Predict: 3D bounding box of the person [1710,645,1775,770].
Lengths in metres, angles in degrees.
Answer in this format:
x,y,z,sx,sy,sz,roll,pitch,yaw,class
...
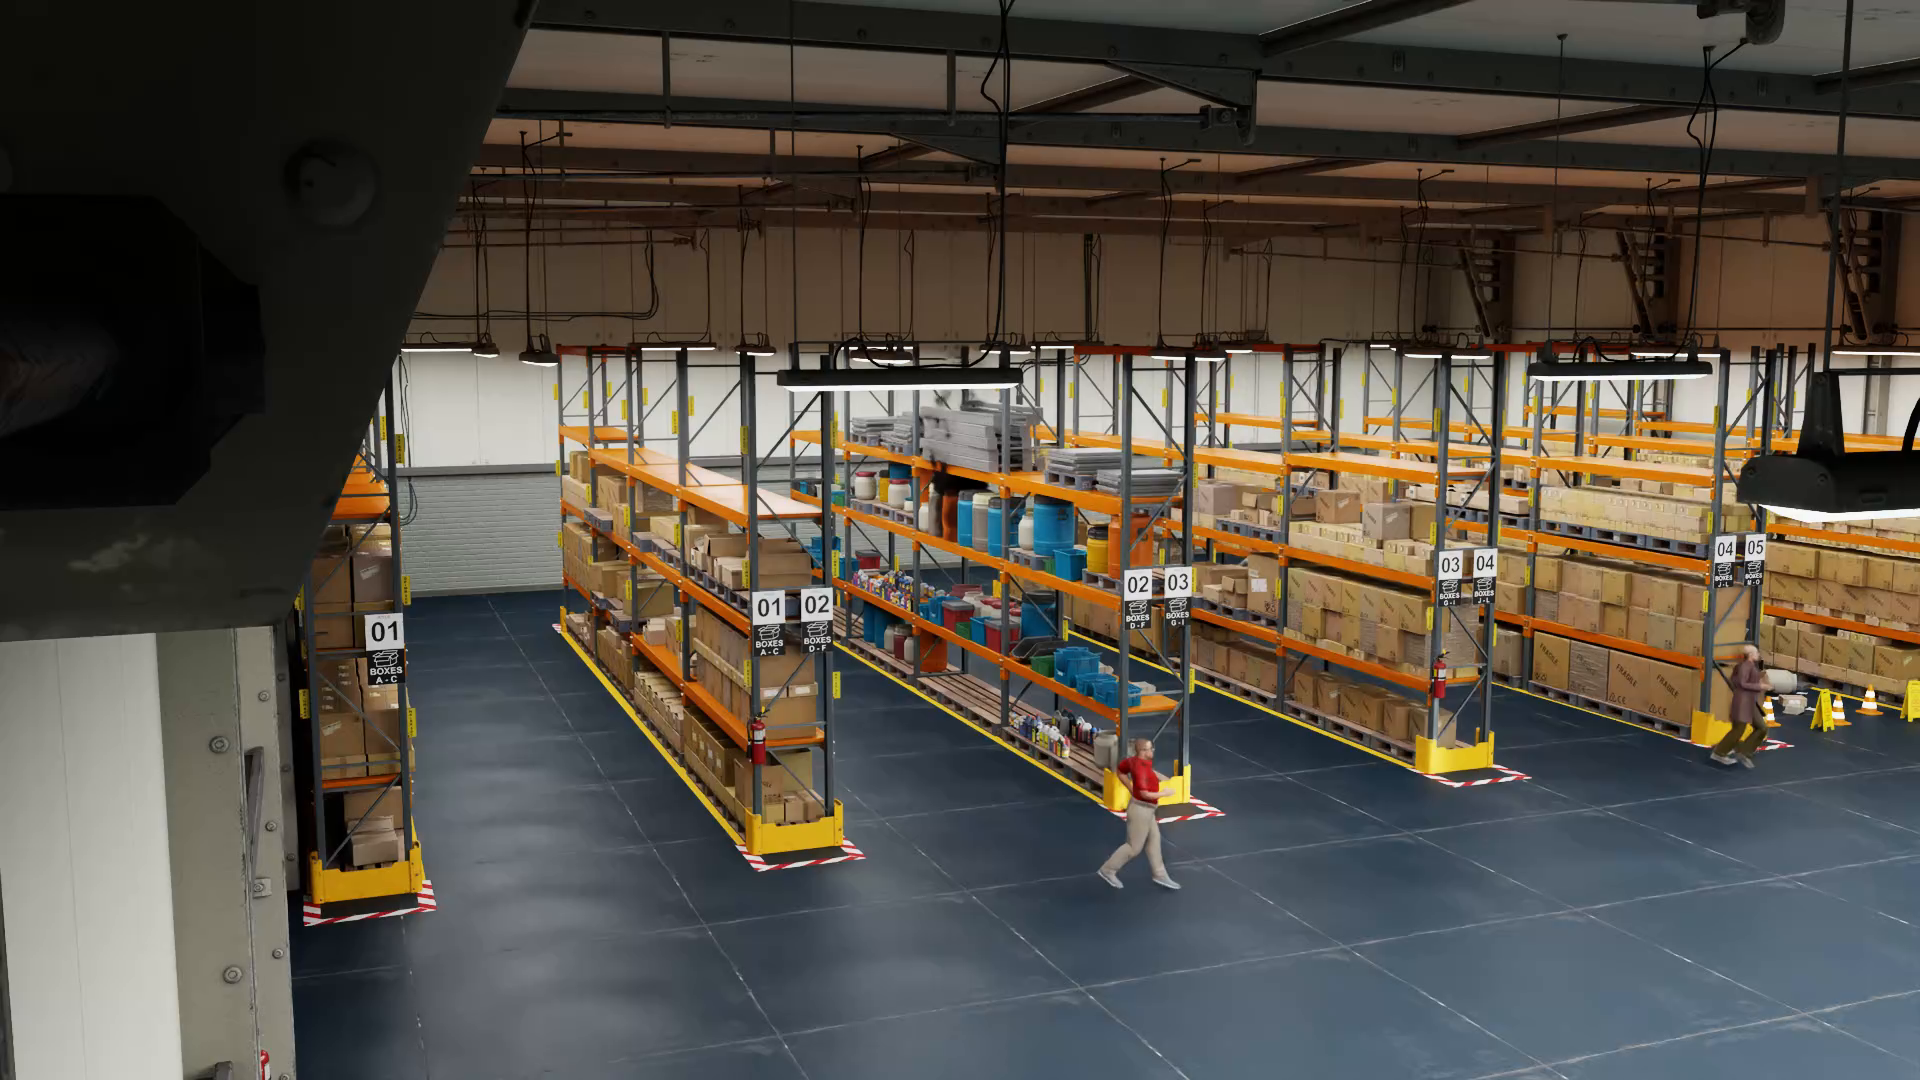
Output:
x,y,z,sx,sy,sz,roll,pitch,yaw,class
11.411,2.422,24.147,0.764,1.792,0.707,6,9,39,person

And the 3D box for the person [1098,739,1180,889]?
x,y,z,sx,sy,sz,roll,pitch,yaw,class
2.022,3.094,18.688,0.943,1.761,0.676,0,7,2,person

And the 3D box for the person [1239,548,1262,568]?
x,y,z,sx,sy,sz,roll,pitch,yaw,class
6.237,0.983,35.016,0.655,1.829,0.840,-3,8,-20,person
